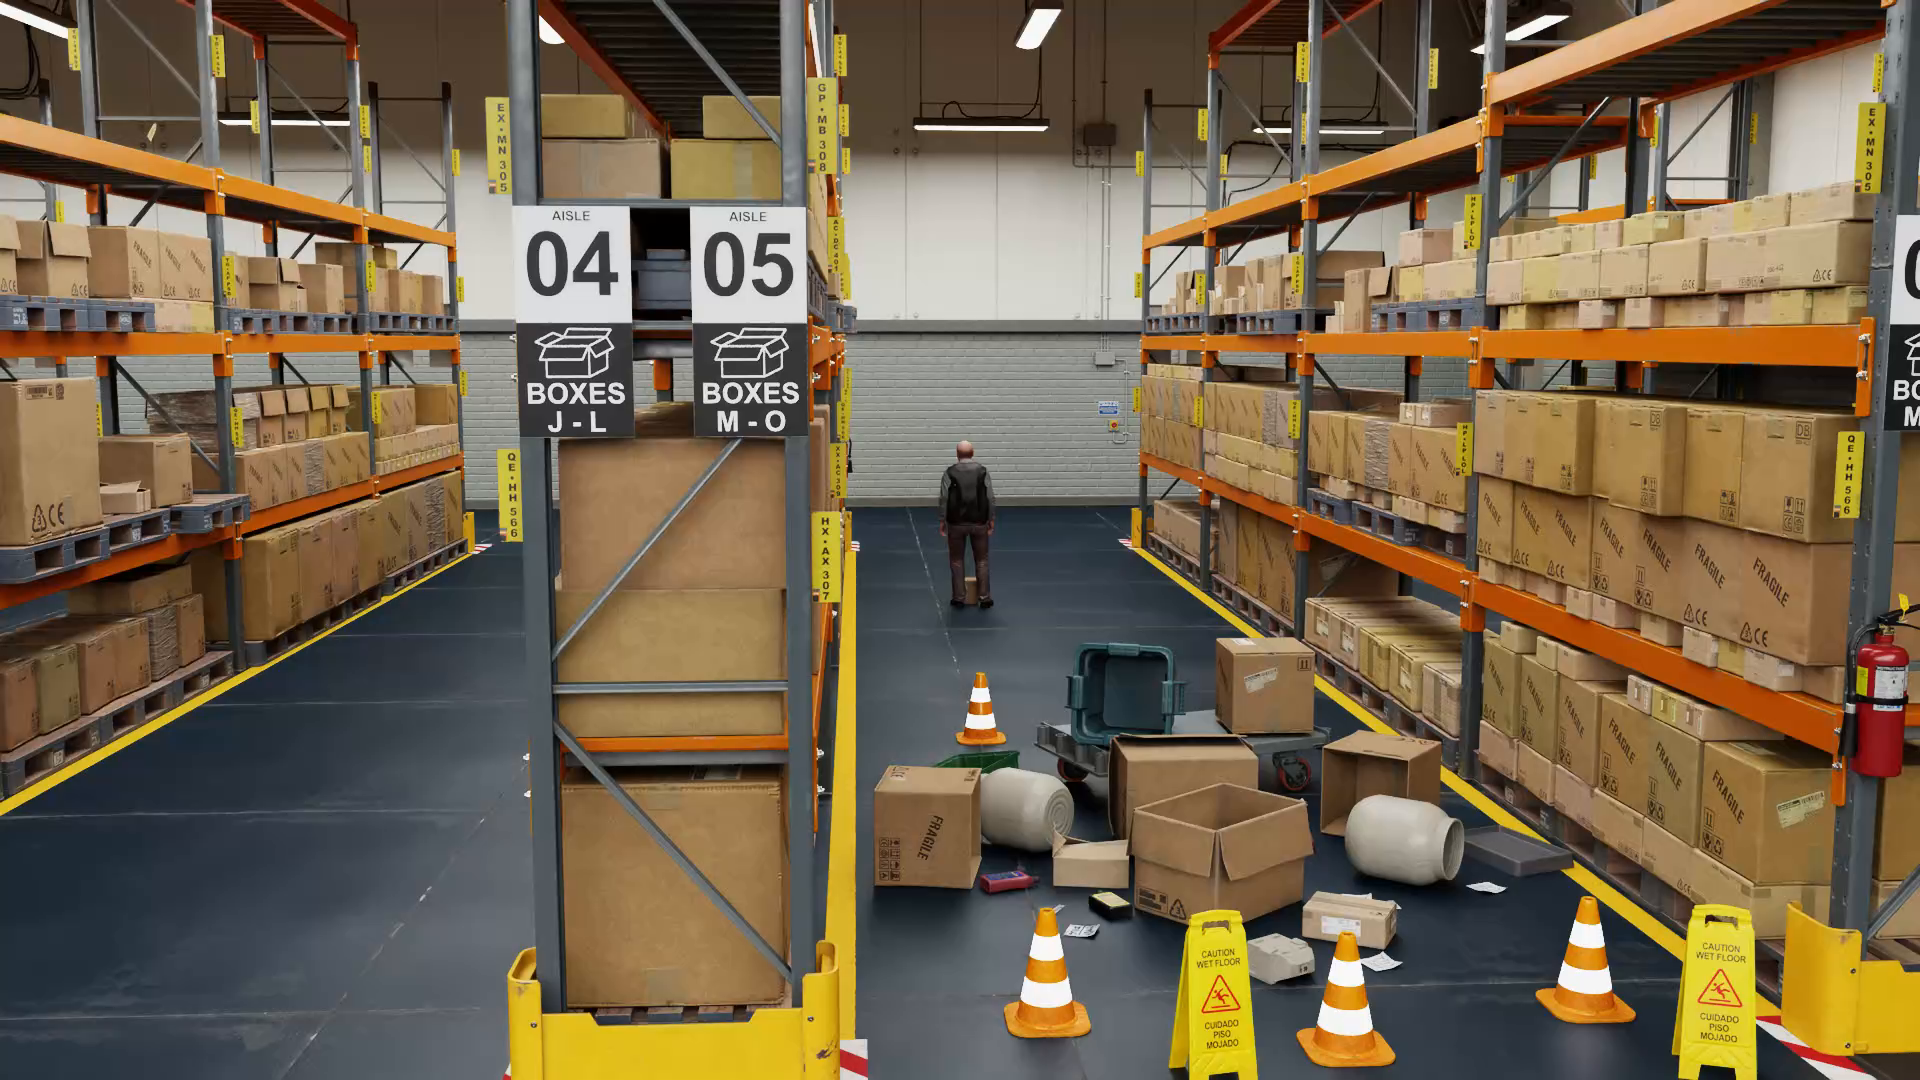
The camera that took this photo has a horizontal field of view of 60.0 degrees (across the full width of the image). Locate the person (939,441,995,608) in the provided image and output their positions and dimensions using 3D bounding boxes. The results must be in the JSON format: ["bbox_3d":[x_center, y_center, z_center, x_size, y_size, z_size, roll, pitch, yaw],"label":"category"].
[{"bbox_3d":[0.071,-0.164,17.213,0.590,1.722,0.464,-1,7,-6],"label":"person"}]
